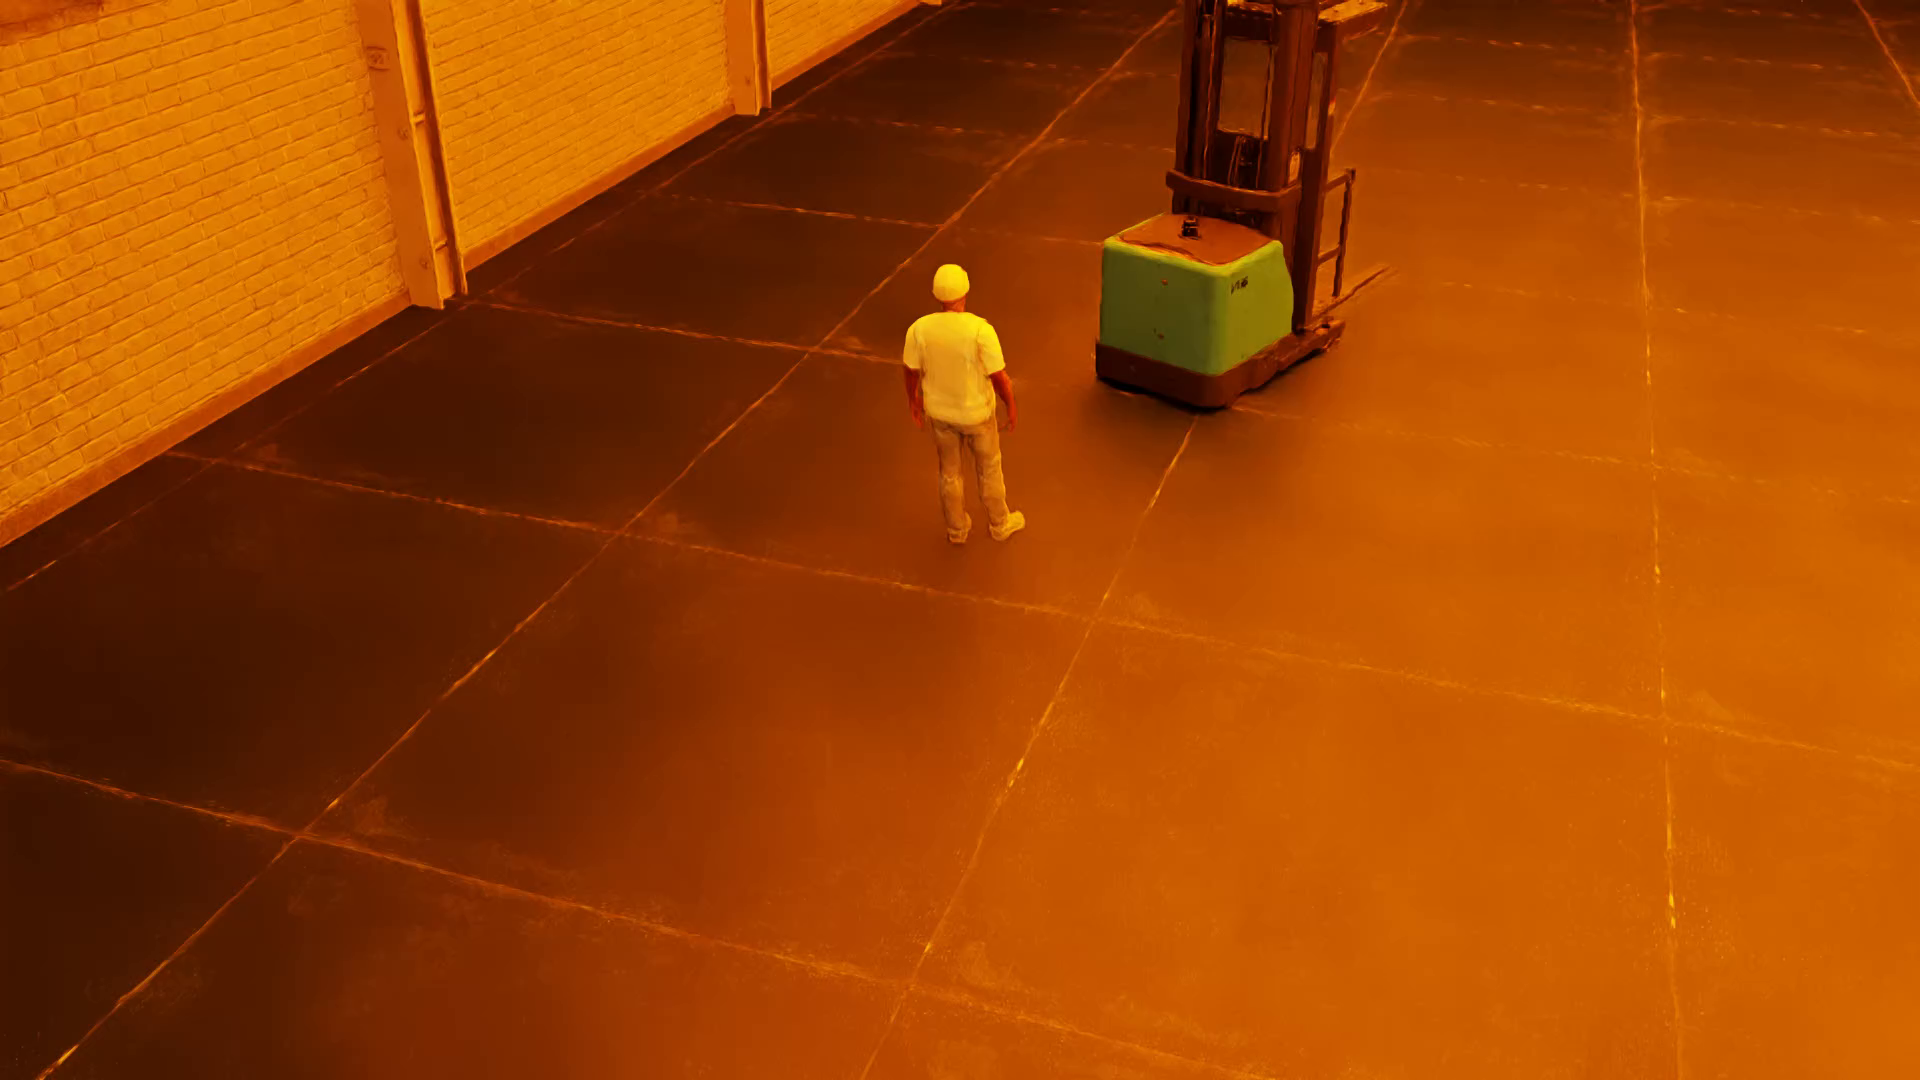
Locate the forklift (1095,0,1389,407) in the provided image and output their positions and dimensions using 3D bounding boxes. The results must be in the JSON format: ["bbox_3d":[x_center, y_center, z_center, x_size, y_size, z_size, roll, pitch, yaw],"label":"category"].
[{"bbox_3d":[2.301,-2.859,12.152,1.130,2.935,3.031,22,36,33],"label":"forklift"}]

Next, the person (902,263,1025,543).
[{"bbox_3d":[0.028,-0.805,9.711,0.665,1.766,0.576,10,31,16],"label":"person"}]
